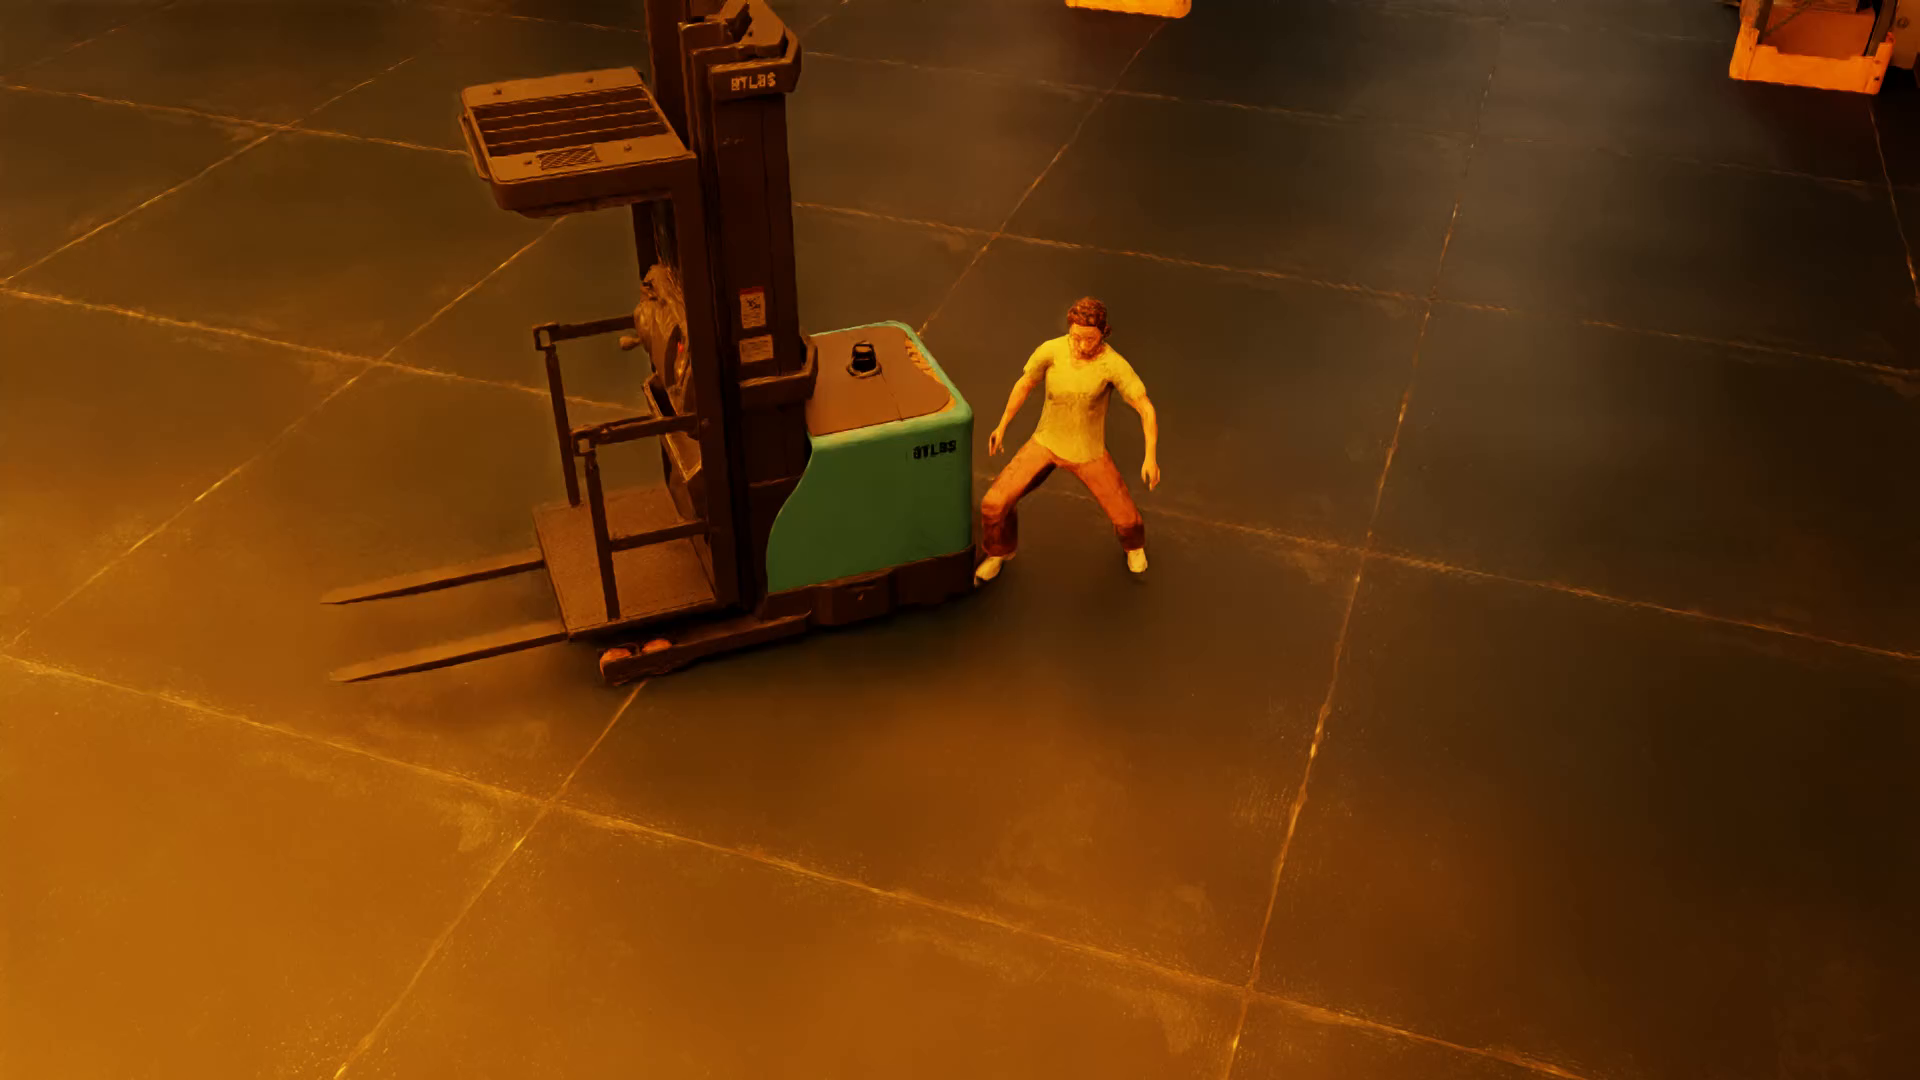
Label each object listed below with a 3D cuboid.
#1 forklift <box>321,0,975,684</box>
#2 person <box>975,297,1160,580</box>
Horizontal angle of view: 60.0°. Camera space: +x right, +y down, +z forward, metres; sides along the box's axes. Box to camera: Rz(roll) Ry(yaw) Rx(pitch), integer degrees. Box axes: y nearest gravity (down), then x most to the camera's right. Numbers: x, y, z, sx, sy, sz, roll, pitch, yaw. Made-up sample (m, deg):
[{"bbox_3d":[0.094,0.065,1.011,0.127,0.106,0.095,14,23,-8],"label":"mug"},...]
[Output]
[{"bbox_3d":[-1.497,-0.877,7.347,3.031,2.935,1.130,-12,37,-17],"label":"forklift"},{"bbox_3d":[0.577,-0.466,7.967,0.874,1.510,0.688,12,37,17],"label":"person"}]
